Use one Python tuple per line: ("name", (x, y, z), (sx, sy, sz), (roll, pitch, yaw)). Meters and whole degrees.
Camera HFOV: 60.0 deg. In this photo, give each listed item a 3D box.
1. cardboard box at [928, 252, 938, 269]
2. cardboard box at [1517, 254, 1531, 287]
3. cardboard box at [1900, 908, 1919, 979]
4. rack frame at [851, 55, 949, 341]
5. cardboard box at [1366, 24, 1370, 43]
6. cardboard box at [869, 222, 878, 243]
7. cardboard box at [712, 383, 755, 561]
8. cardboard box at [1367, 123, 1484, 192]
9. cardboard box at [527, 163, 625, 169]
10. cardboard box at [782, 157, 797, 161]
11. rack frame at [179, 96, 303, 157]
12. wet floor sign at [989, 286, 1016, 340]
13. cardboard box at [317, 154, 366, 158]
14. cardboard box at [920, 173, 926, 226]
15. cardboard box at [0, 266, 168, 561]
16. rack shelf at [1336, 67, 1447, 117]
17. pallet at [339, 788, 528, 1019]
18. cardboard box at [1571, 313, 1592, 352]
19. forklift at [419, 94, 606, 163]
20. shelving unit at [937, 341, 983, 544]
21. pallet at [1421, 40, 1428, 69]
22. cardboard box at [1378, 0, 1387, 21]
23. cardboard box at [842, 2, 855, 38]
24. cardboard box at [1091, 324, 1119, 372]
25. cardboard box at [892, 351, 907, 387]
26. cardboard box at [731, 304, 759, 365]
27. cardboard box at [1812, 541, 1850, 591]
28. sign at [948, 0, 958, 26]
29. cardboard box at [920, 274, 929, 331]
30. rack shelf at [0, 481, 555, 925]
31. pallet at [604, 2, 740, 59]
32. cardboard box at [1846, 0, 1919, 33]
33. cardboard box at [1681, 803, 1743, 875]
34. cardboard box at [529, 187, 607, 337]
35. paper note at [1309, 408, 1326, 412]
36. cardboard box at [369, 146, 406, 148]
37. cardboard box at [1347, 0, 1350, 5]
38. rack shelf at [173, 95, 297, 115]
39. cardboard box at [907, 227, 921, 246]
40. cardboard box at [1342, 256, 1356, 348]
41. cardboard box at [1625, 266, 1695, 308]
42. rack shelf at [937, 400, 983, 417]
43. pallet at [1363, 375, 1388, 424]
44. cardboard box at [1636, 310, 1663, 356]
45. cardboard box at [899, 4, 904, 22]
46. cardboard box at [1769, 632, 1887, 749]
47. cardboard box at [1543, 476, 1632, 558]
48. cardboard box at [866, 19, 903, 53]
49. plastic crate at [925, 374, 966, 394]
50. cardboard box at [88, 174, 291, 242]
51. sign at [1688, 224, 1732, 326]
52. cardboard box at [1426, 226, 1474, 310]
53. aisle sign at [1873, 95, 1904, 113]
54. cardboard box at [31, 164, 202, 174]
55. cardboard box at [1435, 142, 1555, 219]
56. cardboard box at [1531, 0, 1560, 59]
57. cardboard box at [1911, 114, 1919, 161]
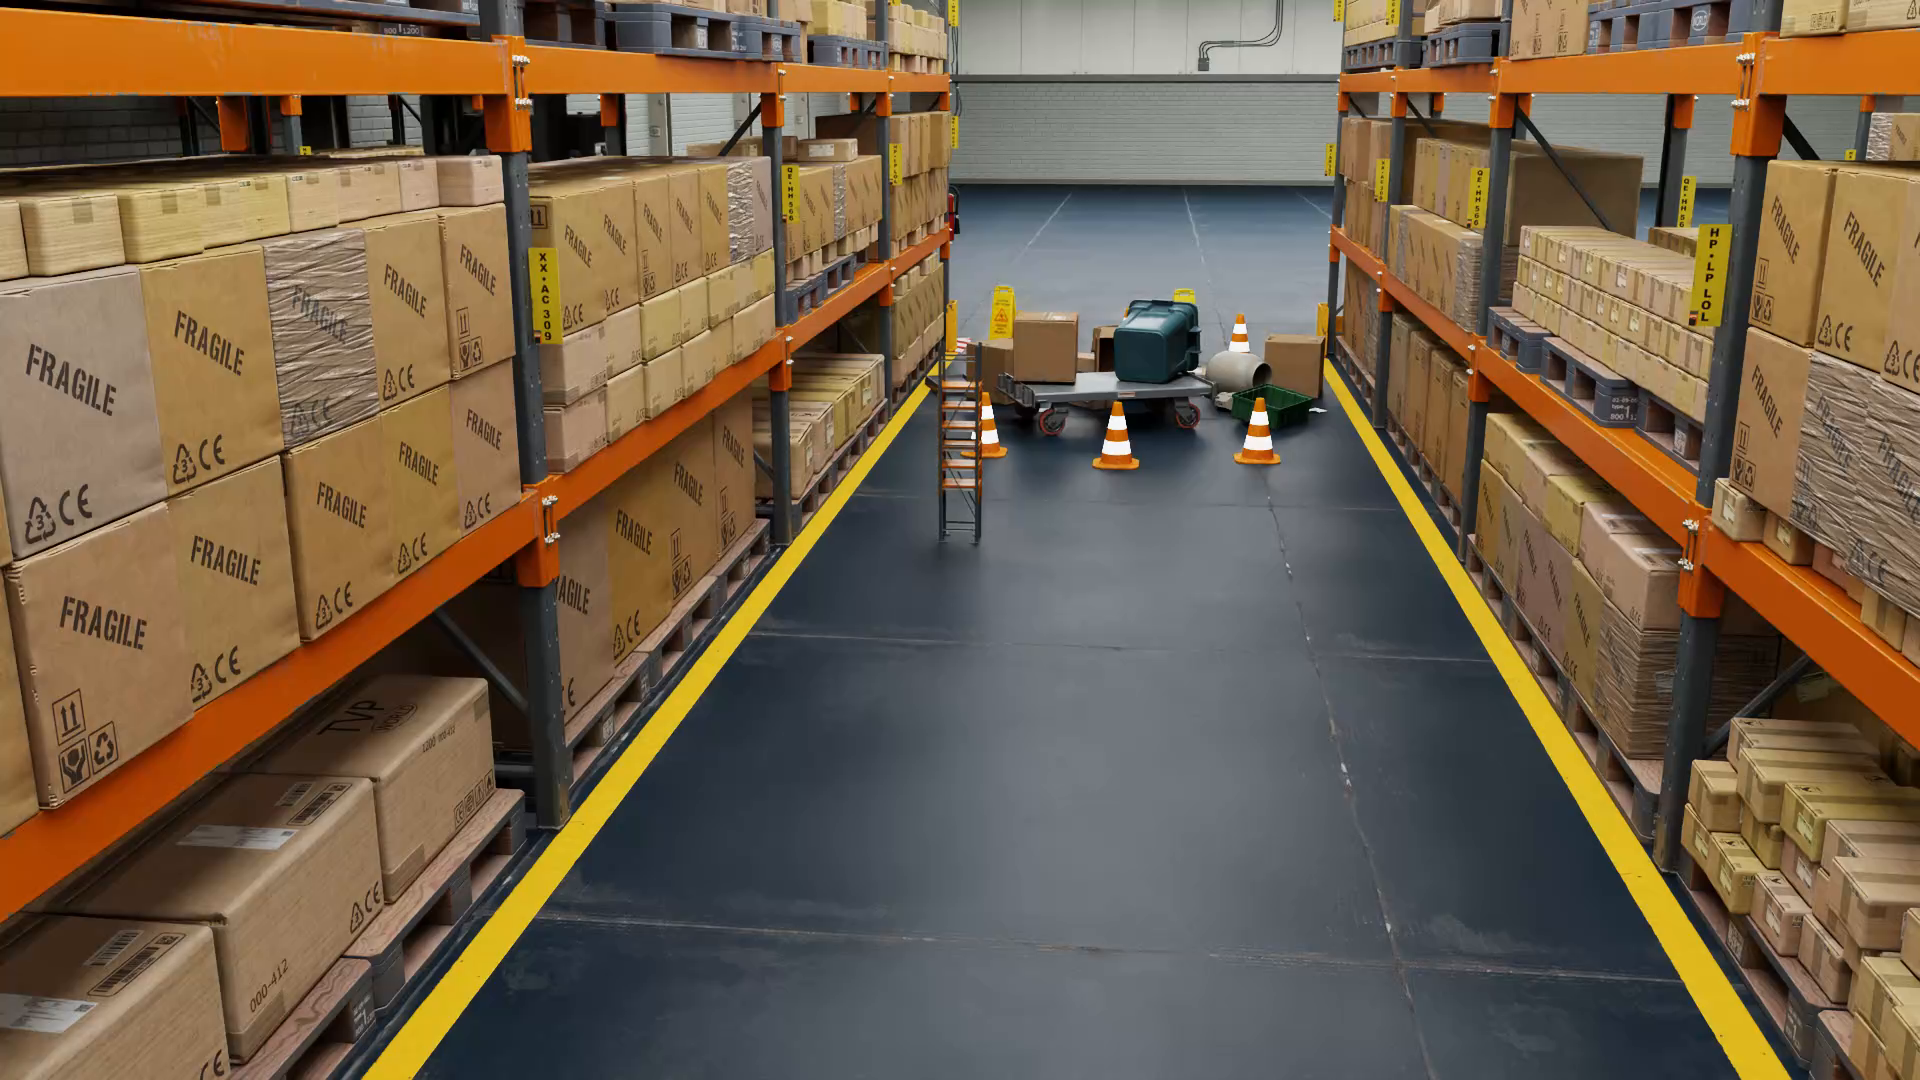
("cardboard box", (-0.422, -2.745, 16.350), (0.380, 0.149, 0.250), (2, 15, 8))
("cardboard box", (3.157, -1.418, 8.767), (0.380, 0.149, 0.250), (2, 15, 9))
("cardboard box", (2.580, 1.036, 4.101), (0.380, 0.149, 0.250), (1, 15, 4))
("rack frame", (-0.616, -3.507, 17.385), (1.000, 3.000, 0.127), (2, 15, 6))
("cardboard box", (3.757, -4.427, 14.527), (0.380, 0.149, 0.250), (2, 15, 6))
("cardboard box", (-0.851, -2.409, 13.003), (0.380, 0.149, 0.250), (2, 15, 7))
("cardboard box", (-1.679, -0.432, 9.281), (0.875, 0.875, 0.875), (2, 15, 6))
("cardboard box", (3.885, -3.184, 13.836), (0.875, 0.550, 0.550), (2, 15, 6))
("cardboard box", (-1.937, -1.580, 8.150), (0.500, 0.500, 0.500), (2, 15, 8))
("cardboard box", (-1.461, -2.621, 12.543), (0.500, 0.500, 0.500), (2, 15, 6))
("rack frame", (-6.000, -2.615, 14.085), (1.000, 3.000, 0.127), (2, 15, 6))
("wet floor sign", (0.469, -2.388, 17.758), (0.267, 0.644, 0.232), (7, 17, 25))
("cardboard box", (-5.578, -3.394, 14.964), (0.380, 0.149, 0.250), (2, 15, 8))
("cardboard box", (-0.600, -3.160, 15.339), (0.500, 0.500, 0.500), (2, 15, 7))
("cardboard box", (-1.983, -0.272, 3.315), (0.500, 0.500, 0.500), (2, 15, 6))
("rack shelf", (4.088, -3.969, 14.727), (1.077, 0.370, 4.000), (2, 15, 6))
("pallet", (-2.134, 1.146, 5.518), (1.003, 0.211, 1.213), (2, 15, 6))
("cardboard box", (3.012, -0.940, 7.568), (0.380, 0.149, 0.250), (2, 15, 7))
("forklift", (-2.906, -1.852, 11.395), (1.130, 2.935, 3.031), (2, 15, 7))
("shelving unit", (0.002, -0.583, 10.019), (0.258, 1.200, 0.189), (2, 15, 6))
("pallet", (3.808, -3.466, 11.855), (0.805, 0.209, 1.217), (1, 15, 4))
("cardboard box", (3.720, -4.386, 13.612), (0.500, 0.250, 0.500), (2, 15, 6))
("cardboard box", (-1.051, -3.761, 12.061), (0.500, 0.250, 0.500), (2, 15, 7))
("cardboard box", (1.701, -1.772, 15.750), (0.797, 0.503, 0.637), (-10, 18, -32))
("cardboard box", (-0.733, -1.490, 14.389), (0.500, 0.250, 0.500), (1, 15, 4))
("cardboard box", (-1.360, -1.088, 8.726), (0.500, 0.250, 0.500), (2, 15, 7))
("cardboard box", (2.669, 0.050, 4.712), (0.380, 0.149, 0.250), (1, 15, 4))
("sign", (-0.067, -5.361, 16.798), (0.100, 0.325, 0.005), (2, 15, 6))
("cardboard box", (-0.567, -2.263, 15.810), (0.500, 0.500, 0.500), (1, 15, 5))
("rack shelf", (-2.196, 0.471, 4.050), (1.077, 0.370, 4.000), (2, 15, 6))
("pallet", (-1.662, -2.330, 7.648), (1.003, 0.211, 1.213), (2, 15, 9))
("cardboard box", (2.598, -1.408, 4.164), (0.500, 0.250, 0.500), (1, 15, 5))
("cardboard box", (2.599, 0.983, 5.436), (0.380, 0.149, 0.250), (1, 15, 4))
("cardboard box", (-1.635, -1.031, 6.122), (0.500, 0.500, 0.500), (2, 15, 7))
("paper note", (3.039, -1.118, 14.237), (0.147, 0.020, 0.142), (-10, 18, -32))
("cardboard box", (-5.877, -3.941, 16.984), (0.380, 0.149, 0.250), (2, 15, 7))
("cardboard box", (3.960, -5.273, 16.126), (0.380, 0.149, 0.250), (2, 15, 7))
("rack shelf", (-6.225, -3.197, 11.869), (1.077, 0.370, 4.000), (2, 15, 6))
("cardboard box", (-0.559, -2.752, 15.074), (0.380, 0.149, 0.250), (2, 15, 7))
("cardboard box", (4.303, -2.387, 16.507), (0.875, 0.875, 0.875), (2, 15, 7))
("cardboard box", (2.932, -1.022, 6.732), (0.380, 0.149, 0.250), (1, 15, 4))
("rack shelf", (0.002, -0.772, 9.968), (0.258, 0.103, 0.180), (2, 15, 6))
("pallet", (4.026, -1.199, 14.191), (1.003, 0.211, 1.213), (2, 15, 6))
("cardboard box", (2.894, -0.813, 6.528), (0.380, 0.149, 0.250), (1, 15, 4))
("cardboard box", (-0.668, -4.390, 13.857), (0.380, 0.149, 0.250), (1, 15, 4))
("cardboard box", (3.307, 0.545, 6.384), (0.500, 0.500, 0.500), (2, 15, 8))
("cardboard box", (2.909, -0.104, 7.348), (0.500, 0.250, 0.500), (1, 15, 4))
("cardboard box", (-0.746, -4.095, 13.530), (0.500, 0.250, 0.500), (1, 15, 5))
("plastic crate", (-0.075, -1.443, 15.346), (0.402, 0.080, 0.583), (-4, 16, -13))
("cardboard box", (-1.896, -0.820, 4.097), (0.380, 0.149, 0.250), (1, 15, 5))
("sign", (2.408, -0.849, 5.338), (0.100, 0.325, 0.005), (2, 15, 6))
("cardboard box", (3.309, -1.744, 10.675), (0.500, 0.500, 0.500), (1, 15, 5))
("aisle sign", (8.940, -4.495, 16.058), (0.394, 0.787, 0.004), (2, 15, 6))
("cardboard box", (-2.352, -0.967, 4.643), (0.380, 0.149, 0.250), (2, 15, 6))
("cardboard box", (3.699, -2.487, 11.507), (0.700, 0.500, 0.500), (2, 15, 7))
("cardboard box", (3.033, -2.539, 7.866), (0.500, 0.500, 0.500), (2, 15, 6))
("cardboard box", (8.779, -3.496, 14.667), (0.500, 0.500, 0.500), (2, 15, 6))
